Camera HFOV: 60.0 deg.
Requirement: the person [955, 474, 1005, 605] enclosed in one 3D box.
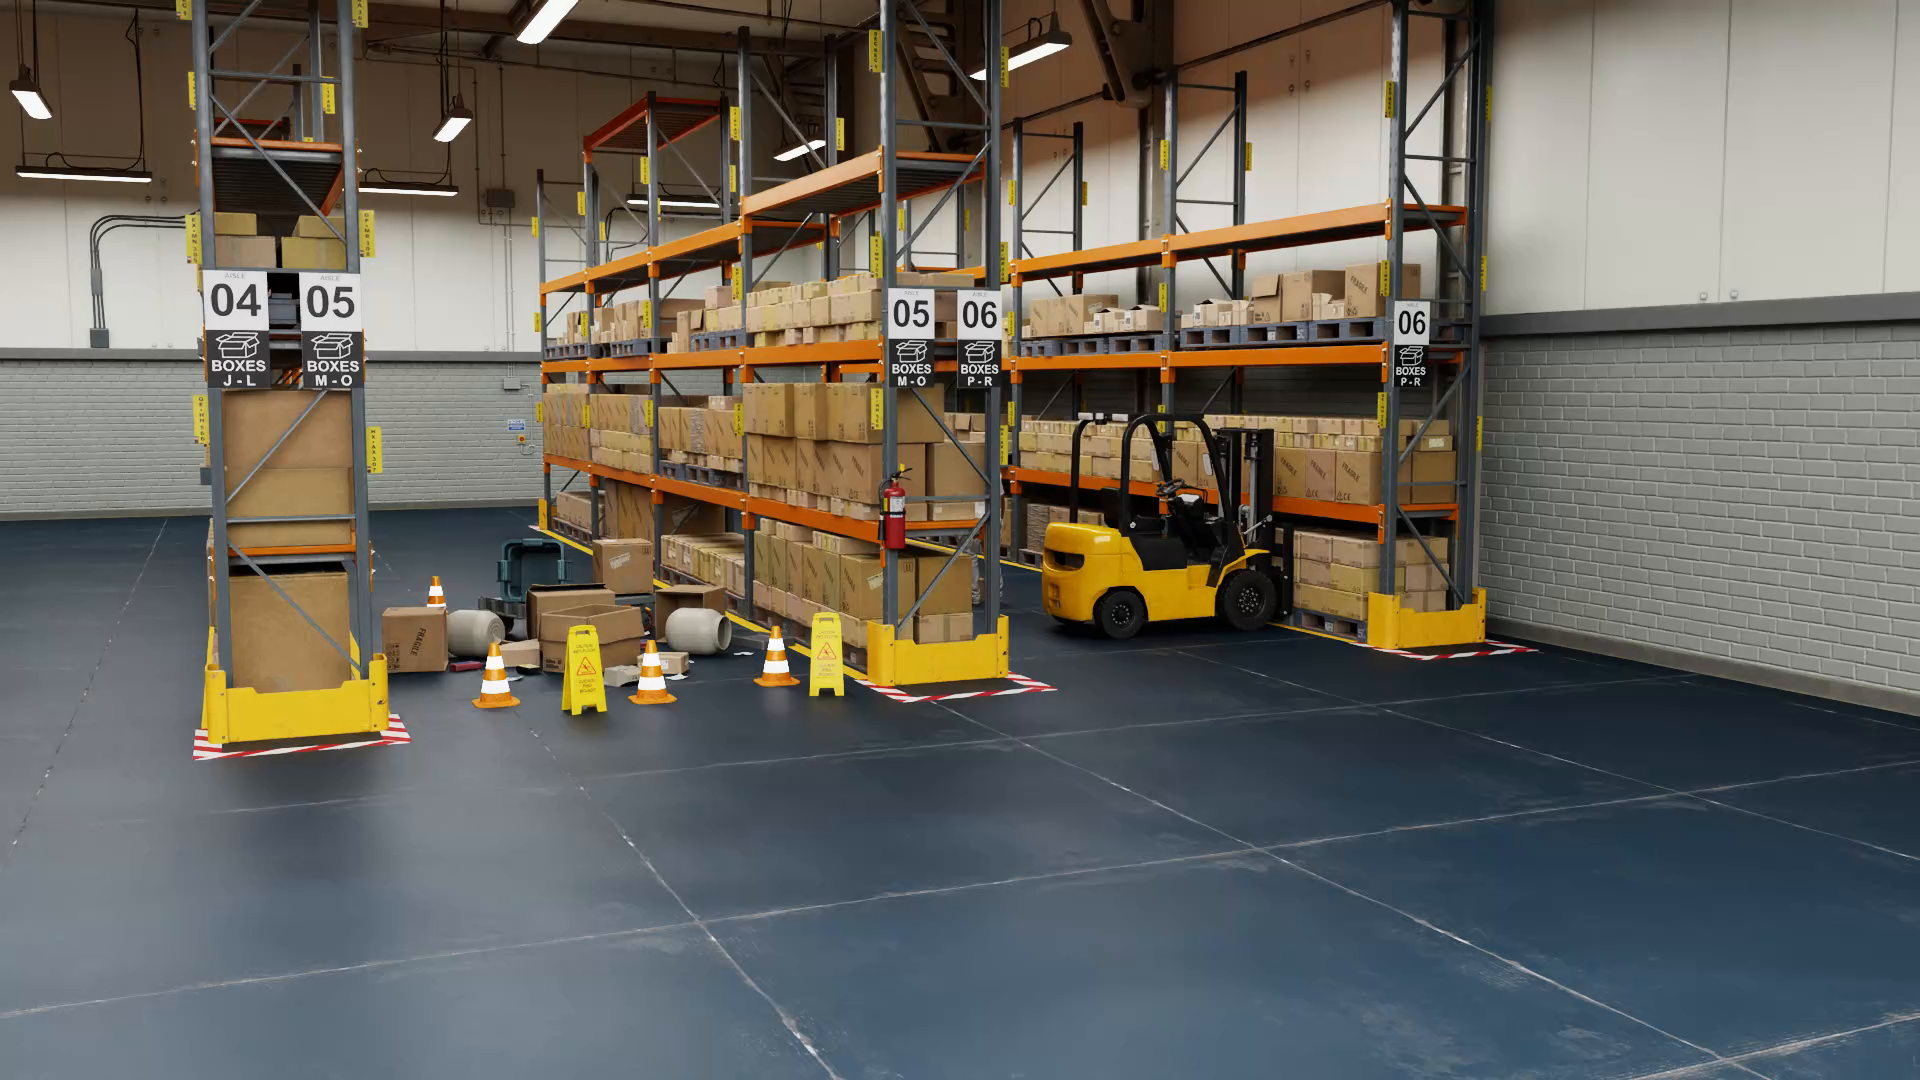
[{"bbox_3d":[0.215,-0.177,18.543,0.629,1.775,0.446,-3,6,-27],"label":"person"}]
